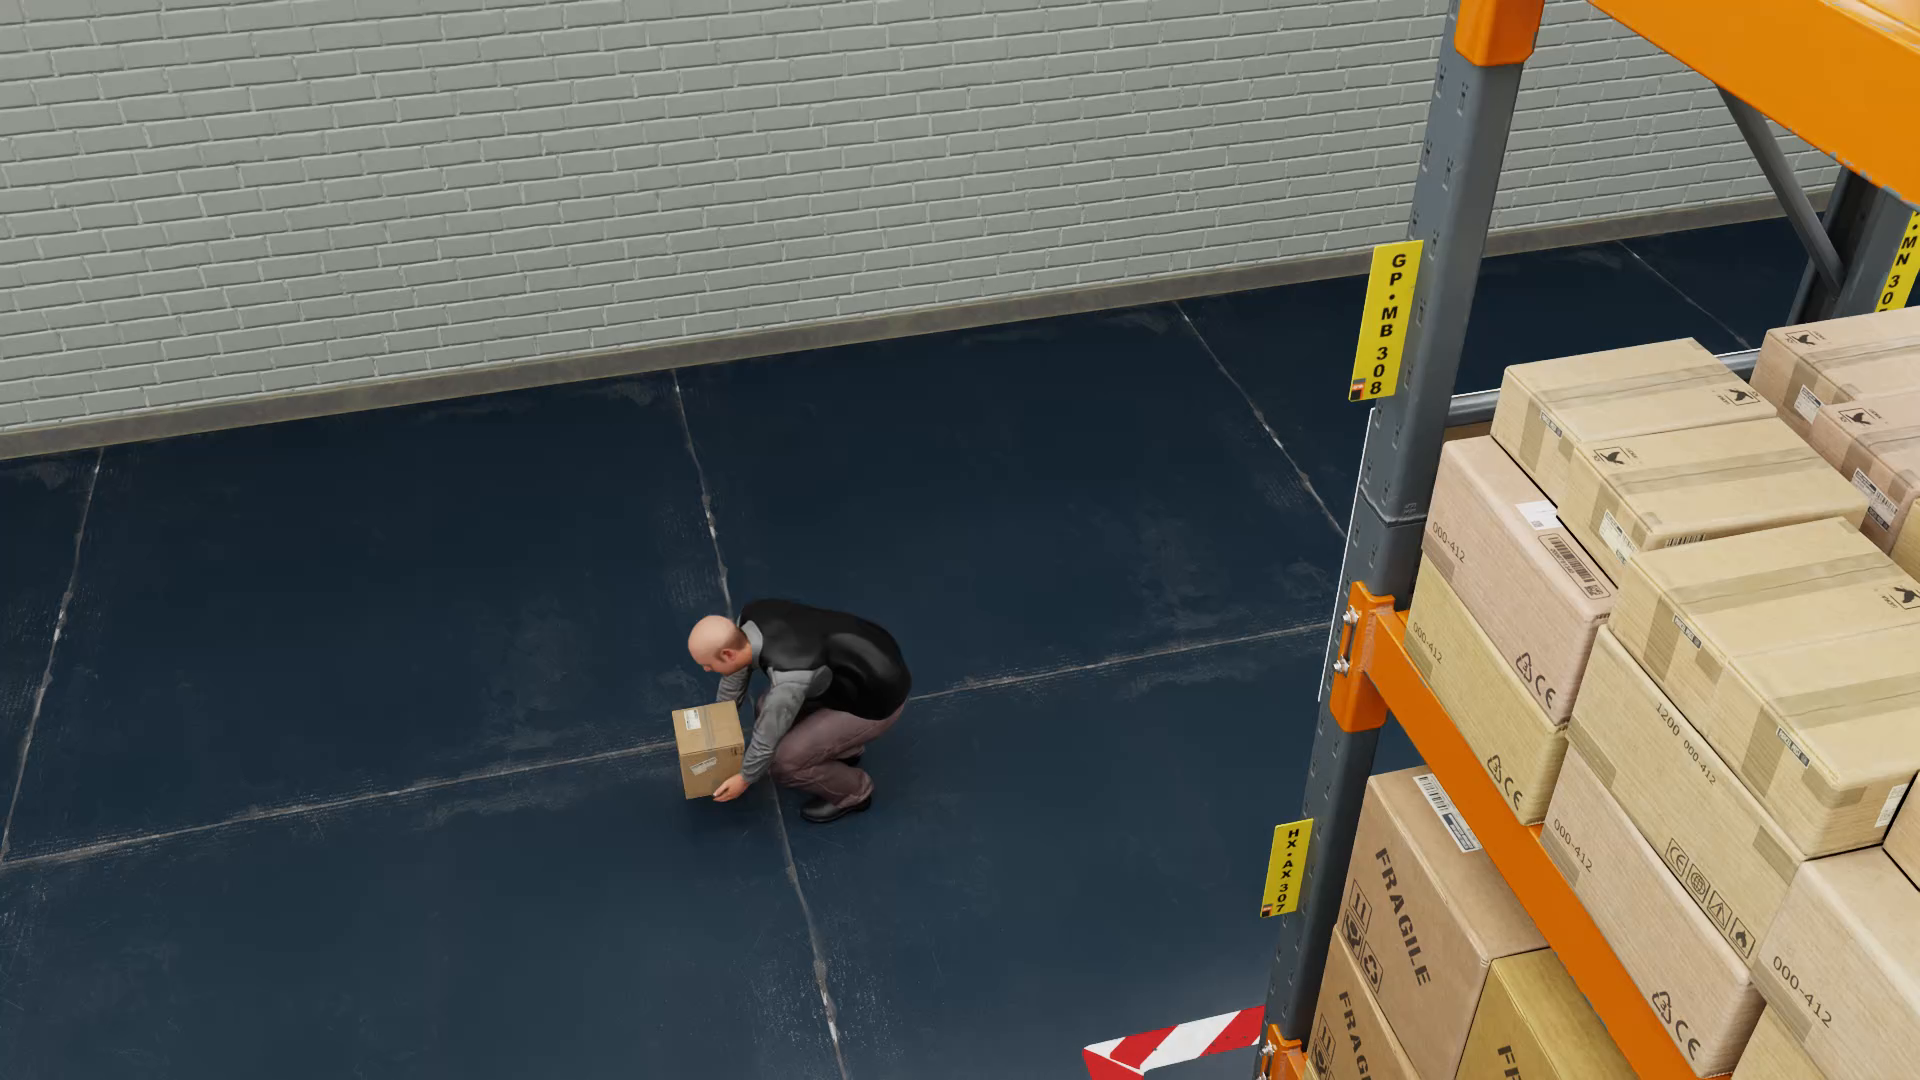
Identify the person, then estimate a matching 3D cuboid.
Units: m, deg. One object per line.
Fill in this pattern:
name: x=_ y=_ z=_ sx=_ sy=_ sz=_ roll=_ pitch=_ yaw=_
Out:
person: x=-0.613 y=0.637 z=6.474 sx=0.847 sy=1.042 sz=0.551 roll=-9 pitch=39 yaw=-12
